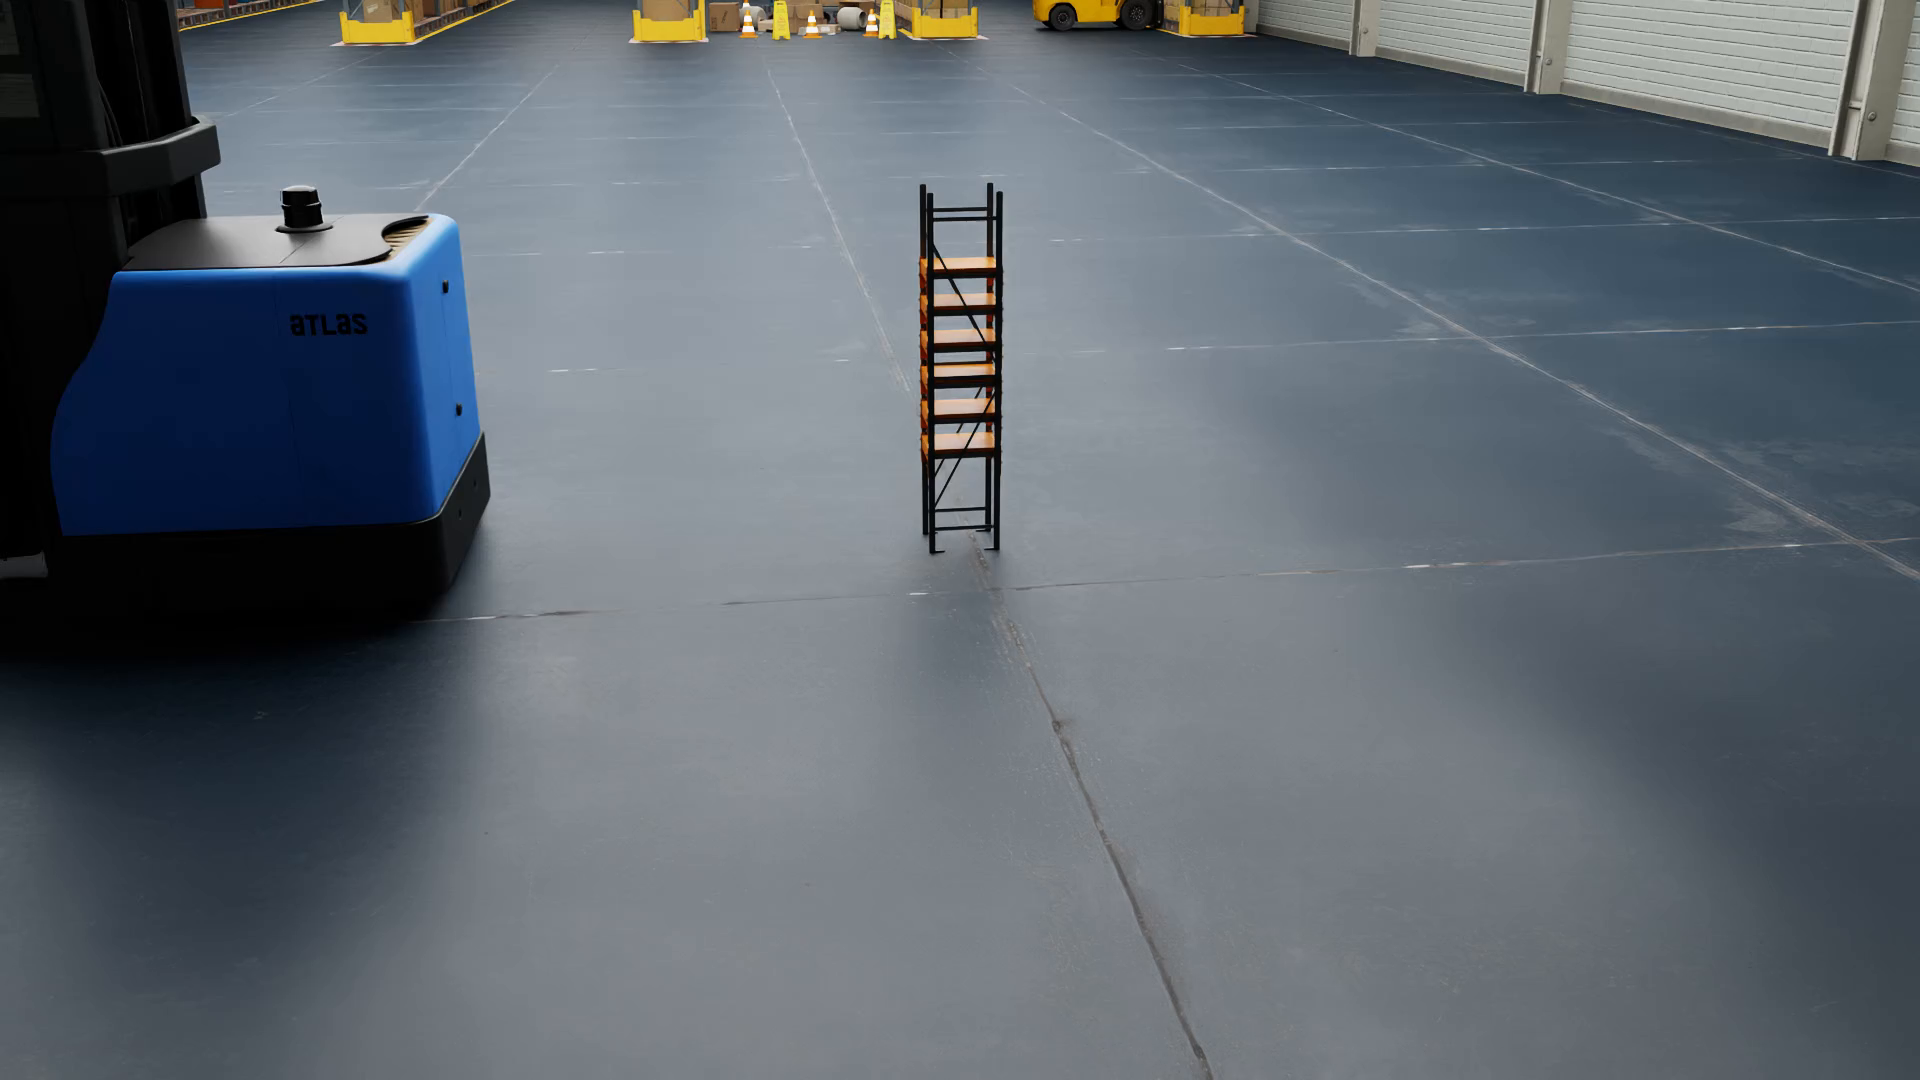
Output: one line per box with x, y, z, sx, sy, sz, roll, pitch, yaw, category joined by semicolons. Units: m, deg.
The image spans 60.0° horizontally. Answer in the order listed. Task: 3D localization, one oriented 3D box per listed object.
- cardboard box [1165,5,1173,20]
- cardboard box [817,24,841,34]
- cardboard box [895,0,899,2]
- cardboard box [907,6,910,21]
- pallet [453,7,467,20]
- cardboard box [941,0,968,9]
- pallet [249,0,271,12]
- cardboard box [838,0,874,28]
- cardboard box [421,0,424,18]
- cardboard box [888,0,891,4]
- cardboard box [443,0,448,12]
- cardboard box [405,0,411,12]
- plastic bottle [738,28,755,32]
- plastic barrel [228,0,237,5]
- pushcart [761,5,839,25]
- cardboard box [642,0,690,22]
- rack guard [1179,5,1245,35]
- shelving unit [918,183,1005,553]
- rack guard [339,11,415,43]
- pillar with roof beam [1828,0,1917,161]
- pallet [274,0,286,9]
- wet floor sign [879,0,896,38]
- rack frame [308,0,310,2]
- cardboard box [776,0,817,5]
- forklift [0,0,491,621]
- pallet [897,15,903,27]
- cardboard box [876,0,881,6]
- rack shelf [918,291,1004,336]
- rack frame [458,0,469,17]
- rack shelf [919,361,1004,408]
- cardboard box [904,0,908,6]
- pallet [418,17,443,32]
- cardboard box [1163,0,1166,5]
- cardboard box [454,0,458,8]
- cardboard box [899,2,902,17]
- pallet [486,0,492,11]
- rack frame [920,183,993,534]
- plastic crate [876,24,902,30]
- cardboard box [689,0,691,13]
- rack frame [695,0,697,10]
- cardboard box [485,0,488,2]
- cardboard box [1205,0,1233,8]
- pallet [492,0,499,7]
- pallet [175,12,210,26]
4.205;-10.008;31.553;0.500;0.250;0.500;-3;21;-8;cardboard box
-2.451;-9.544;31.057;0.380;0.149;0.250;8;22;20;cardboard box
-1.022;-10.955;33.018;0.500;0.500;0.500;-2;21;-5;cardboard box
-0.713;-9.883;31.219;0.500;0.250;0.500;-3;21;-8;cardboard box
-11.112;-11.221;35.458;1.003;0.211;1.213;-3;21;-8;pallet
-0.110;-10.089;30.700;0.500;0.500;0.500;-4;21;-10;cardboard box
-16.631;-12.358;38.501;1.003;0.211;1.213;-3;21;-8;pallet
-2.032;-10.303;32.585;0.500;0.500;0.500;12;24;29;cardboard box
-10.628;-10.298;31.974;0.500;0.500;0.500;-4;21;-9;cardboard box
-1.025;-11.309;34.863;0.950;0.372;0.625;-2;21;-4;cardboard box
-10.845;-11.022;33.883;0.700;0.500;0.500;-5;21;-12;cardboard box
-10.335;-9.694;30.356;0.500;0.500;0.500;-1;21;-3;cardboard box
-4.056;-9.700;31.600;0.283;0.061;0.133;-11;23;-26;plastic bottle
-16.374;-12.175;36.872;0.600;0.588;0.708;-3;21;-8;plastic barrel
-3.089;-10.552;33.430;1.648;0.377;0.936;-11;23;-26;pushcart
-5.310;-9.676;29.773;0.875;0.875;0.875;-3;21;-7;cardboard box
4.651;-9.600;30.706;1.175;0.500;0.348;-3;21;-8;rack guard
0.002;-0.557;5.493;0.258;1.200;0.189;-3;21;-8;shelving unit
-10.081;-8.884;28.787;1.175;0.500;0.348;-3;21;-8;rack guard
3.774;-7.427;12.741;9.100;9.000;0.400;-3;21;-8;pillar with roof beam
-16.845;-12.879;39.898;1.003;0.211;1.213;-3;21;-8;pallet
-1.295;-9.305;29.708;0.267;0.644;0.232;4;21;11;wet floor sign
-17.277;-15.318;42.442;1.000;3.000;0.127;-3;21;-8;rack frame
-3.165;-10.226;32.182;0.797;0.637;0.503;-3;21;-8;cardboard box
-3.128;-1.251;4.878;3.031;2.935;1.130;-2;21;-6;forklift
-0.708;-10.376;33.195;1.003;0.211;1.213;-3;21;-8;pallet
-1.345;-12.067;36.894;0.950;0.372;0.625;-4;21;-11;cardboard box
0.002;-0.740;5.424;0.258;0.103;0.180;-3;21;-8;rack shelf
-11.223;-12.798;35.695;1.000;3.000;0.127;-3;21;-8;rack frame
0.002;-0.515;5.508;0.258;0.103;0.180;-3;21;-8;rack shelf
-0.781;-10.408;31.553;0.500;0.500;0.500;-3;21;-9;cardboard box
-10.515;-9.876;31.857;1.003;0.211;1.213;-3;21;-8;pallet
4.112;-10.427;31.962;0.500;0.250;0.500;-3;21;-9;cardboard box
-11.107;-11.602;35.437;0.700;0.500;0.500;-4;21;-11;cardboard box
-0.934;-10.419;32.656;0.500;0.250;0.500;-2;21;-5;cardboard box
-11.614;-12.613;39.186;1.003;0.211;1.213;-3;21;-8;pallet
-0.011;-0.589;5.578;0.240;1.200;0.006;-3;21;-8;rack frame
-1.425;-9.960;32.270;0.402;0.080;0.583;-11;23;-26;plastic crate
-5.702;-10.608;32.269;0.875;0.875;0.875;-3;21;-7;cardboard box
-5.724;-11.628;32.563;1.000;3.000;0.127;-3;21;-8;rack frame
-11.558;-12.854;38.282;1.225;0.875;0.875;-4;21;-10;cardboard box
4.786;-10.096;31.075;0.500;0.250;0.500;-3;21;-7;cardboard box
-11.832;-13.144;40.606;1.003;0.211;1.213;-3;21;-8;pallet
-15.878;-10.550;33.662;1.003;0.211;1.213;-3;21;-8;pallet
